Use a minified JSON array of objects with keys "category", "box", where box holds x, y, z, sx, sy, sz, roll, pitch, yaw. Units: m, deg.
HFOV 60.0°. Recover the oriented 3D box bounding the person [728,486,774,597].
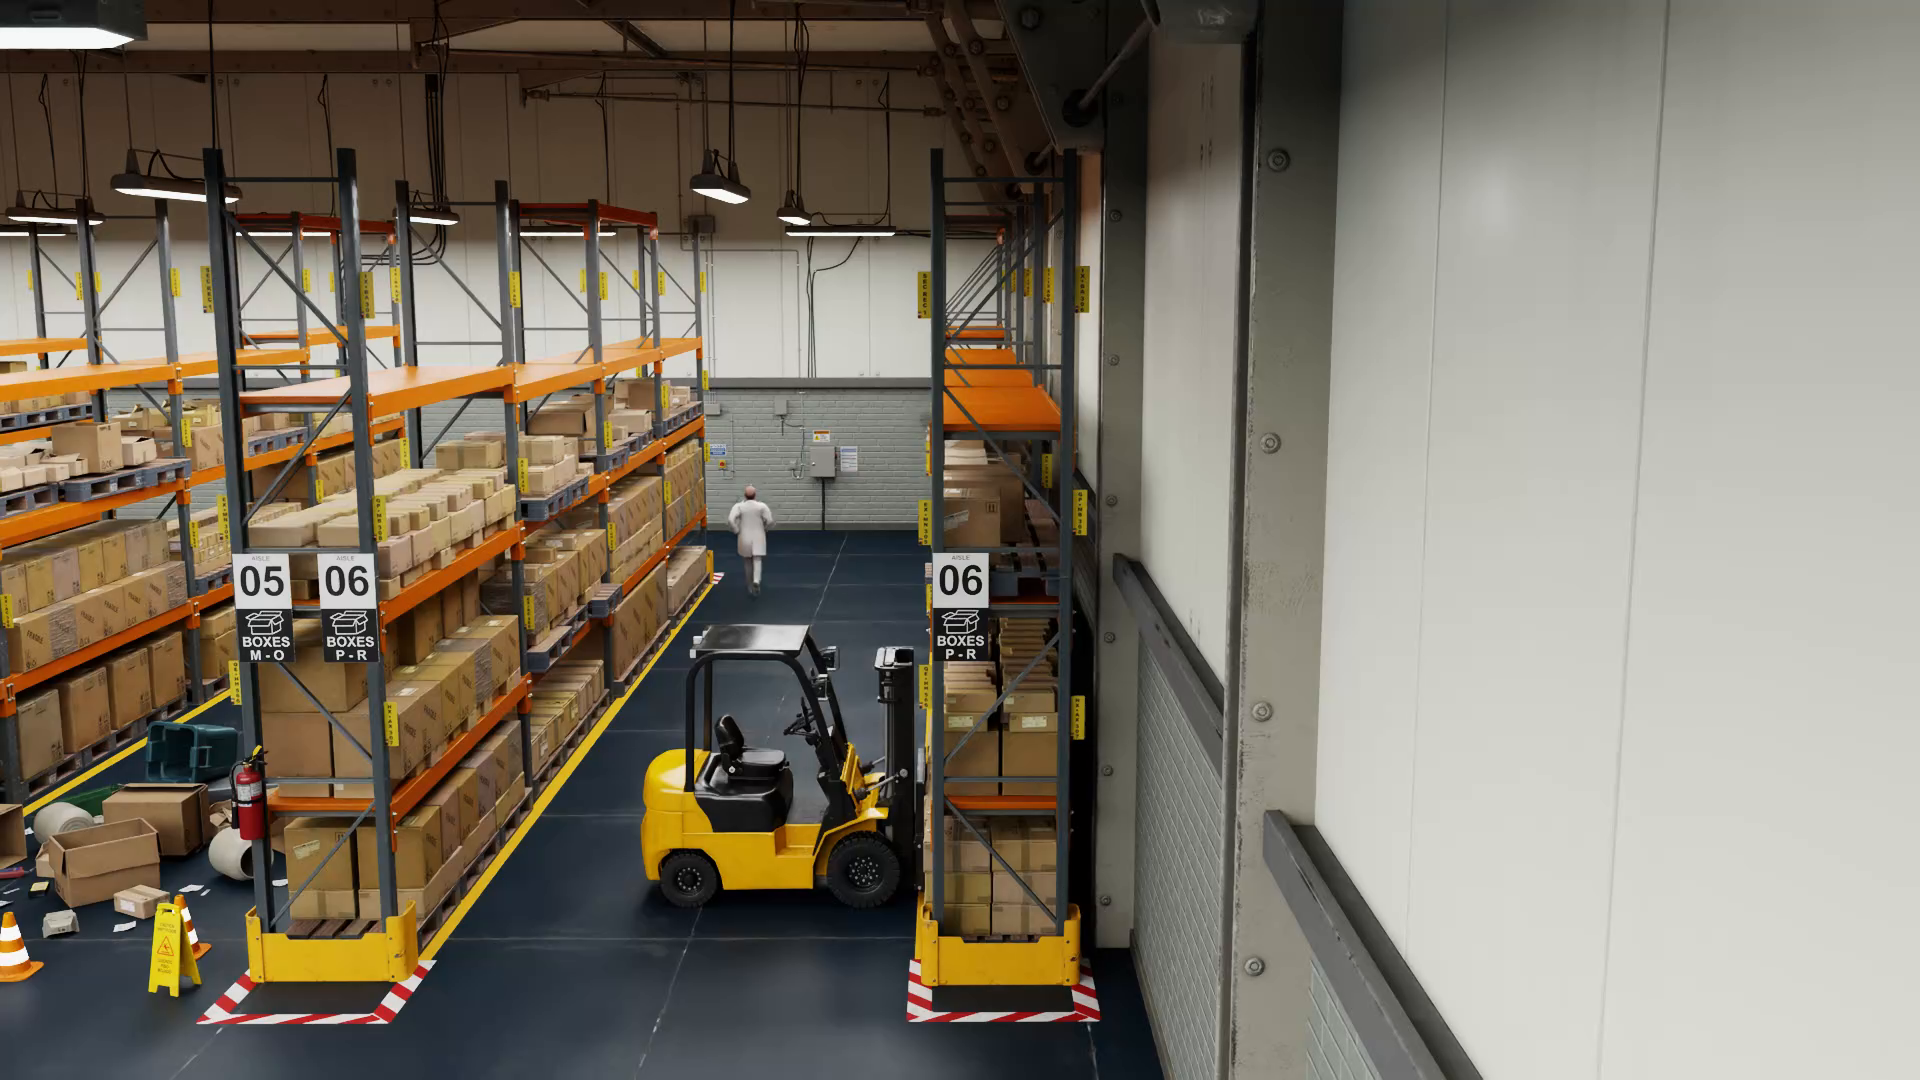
[{"category":"person","box":[-3.289,0.011,26.190,0.712,1.751,1.023,-1,9,-6]}]
